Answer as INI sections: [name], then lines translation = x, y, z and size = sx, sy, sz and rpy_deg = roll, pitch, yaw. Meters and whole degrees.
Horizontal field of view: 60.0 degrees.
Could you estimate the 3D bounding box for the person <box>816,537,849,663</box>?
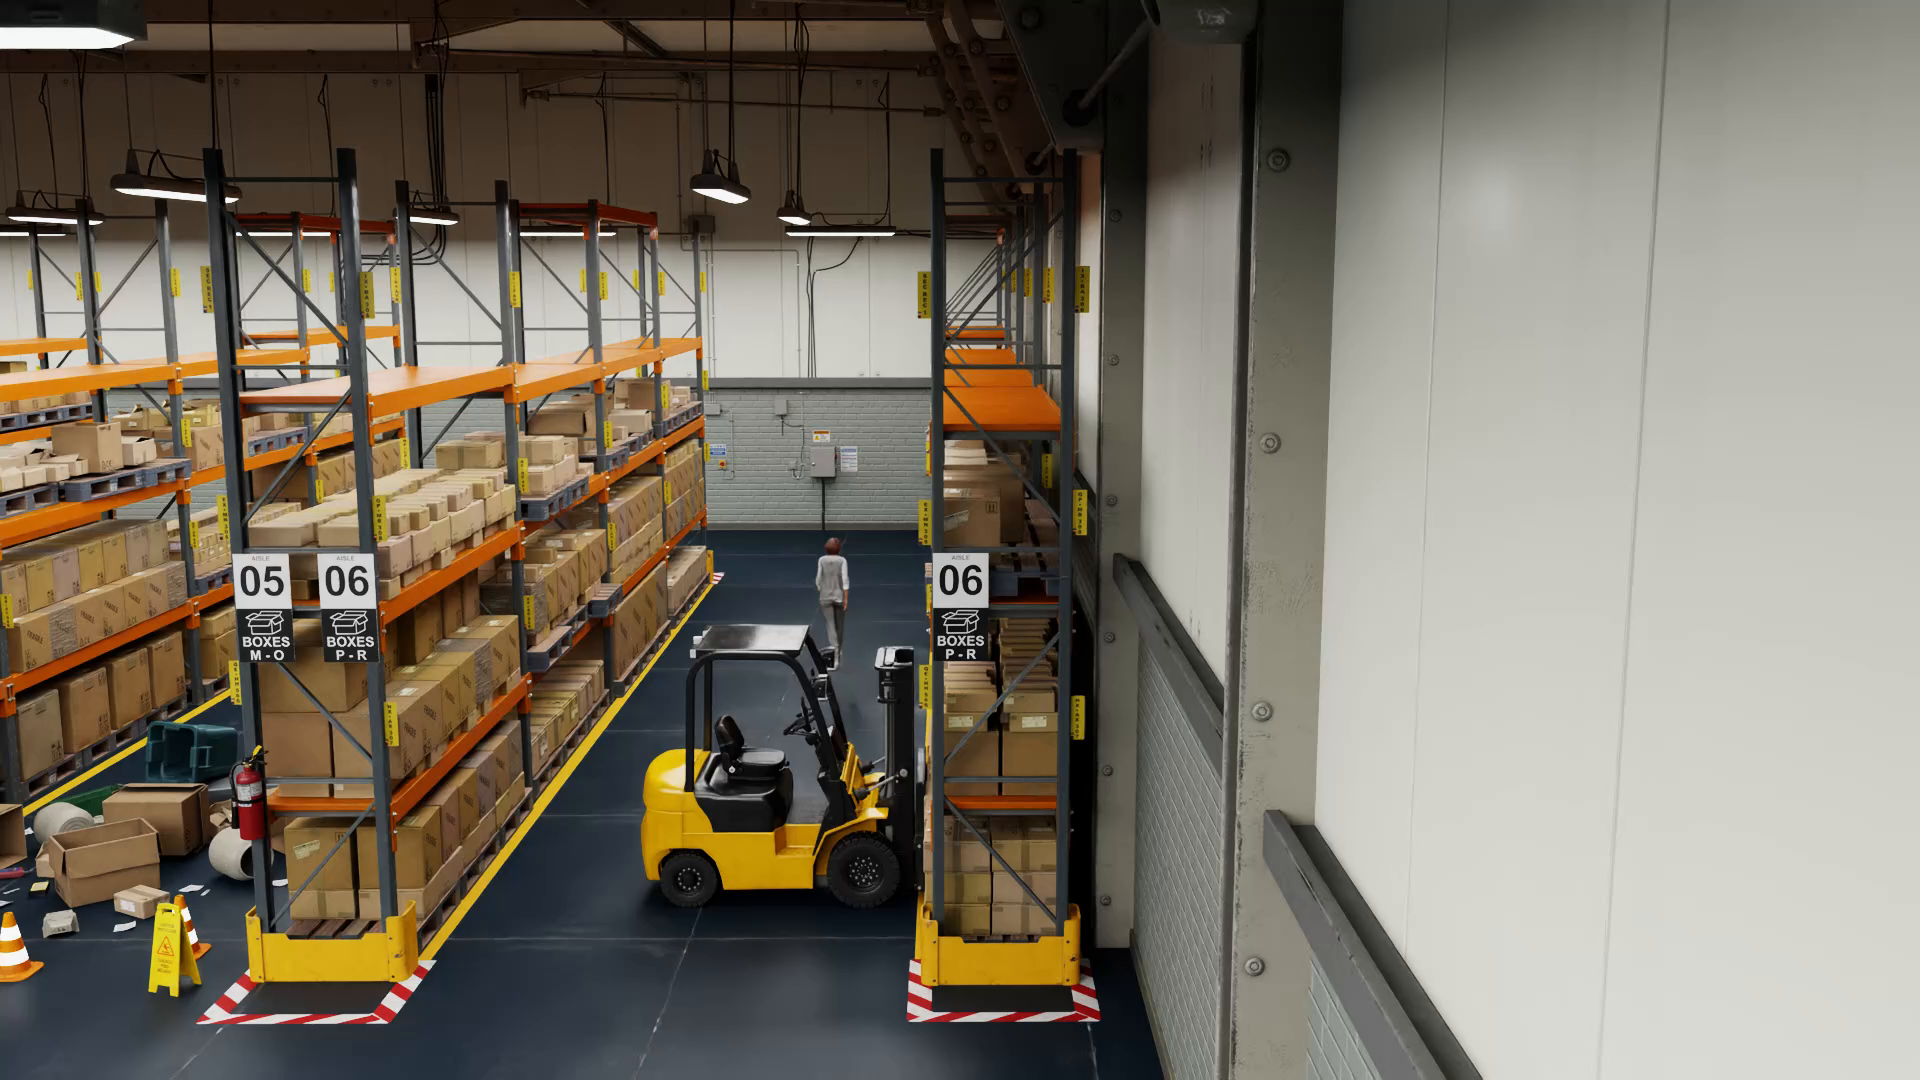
[person]
translation = -1.619, 0.749, 21.006
size = 0.388, 1.583, 0.823
rpy_deg = -2, 9, -14
